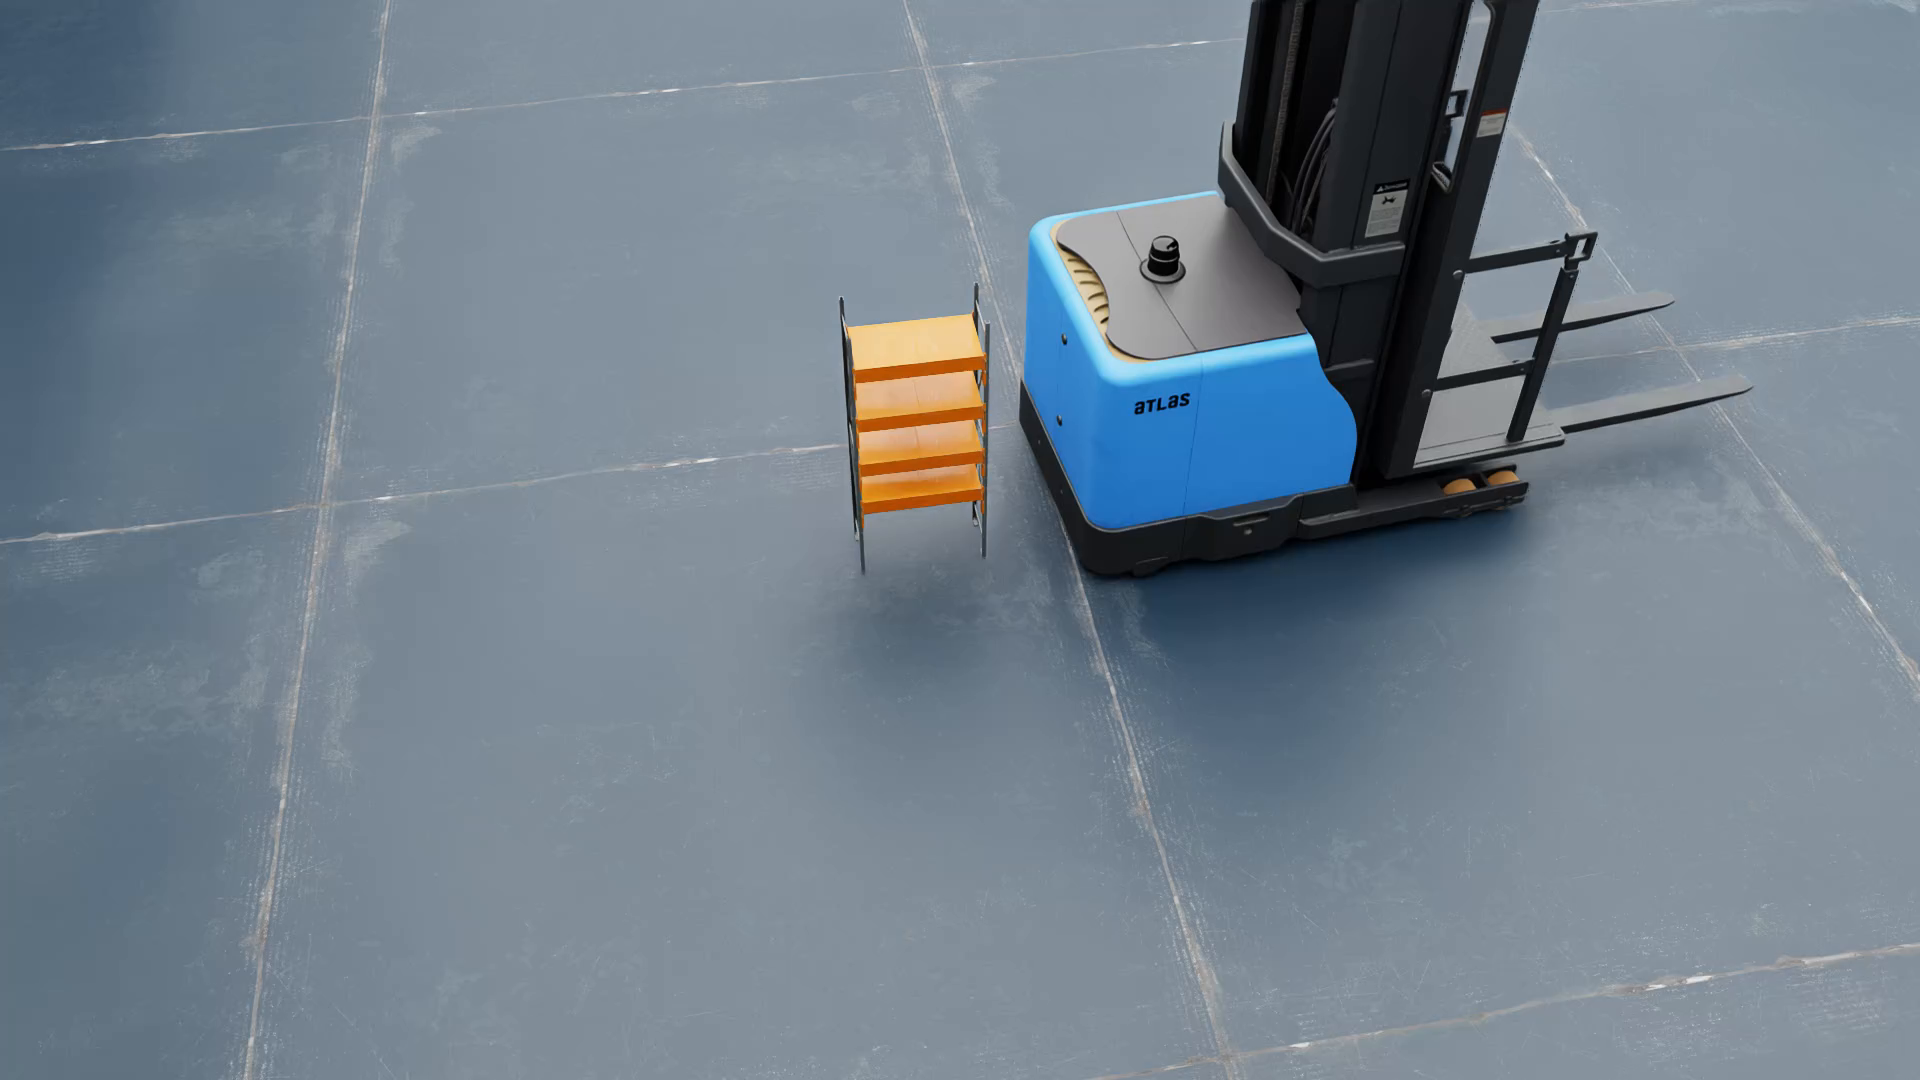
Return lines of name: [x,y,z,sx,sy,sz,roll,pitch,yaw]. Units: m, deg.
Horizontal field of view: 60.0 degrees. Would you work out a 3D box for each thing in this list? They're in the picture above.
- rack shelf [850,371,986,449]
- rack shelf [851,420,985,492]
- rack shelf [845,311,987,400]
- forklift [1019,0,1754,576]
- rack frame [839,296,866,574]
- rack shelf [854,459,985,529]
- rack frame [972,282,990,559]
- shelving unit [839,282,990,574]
rack shelf: [-0.163,-0.504,6.186,0.480,0.148,0.258,-7,46,-7]
rack shelf: [-0.163,-0.349,6.347,0.480,0.148,0.258,-7,46,-7]
rack shelf: [-0.163,-0.669,6.015,0.480,0.148,0.258,-7,46,-7]
forklift: [1.830,-1.463,6.124,3.031,2.935,1.130,-11,47,-10]
rack frame: [-0.404,-0.366,6.269,0.015,1.200,0.240,-7,46,-7]
rack shelf: [-0.163,-0.212,6.490,0.480,0.148,0.258,-7,46,-7]
rack frame: [0.077,-0.426,6.327,0.015,1.200,0.240,-7,46,-7]
shelving unit: [-0.163,-0.396,6.298,0.503,1.200,0.258,-7,46,-7]
